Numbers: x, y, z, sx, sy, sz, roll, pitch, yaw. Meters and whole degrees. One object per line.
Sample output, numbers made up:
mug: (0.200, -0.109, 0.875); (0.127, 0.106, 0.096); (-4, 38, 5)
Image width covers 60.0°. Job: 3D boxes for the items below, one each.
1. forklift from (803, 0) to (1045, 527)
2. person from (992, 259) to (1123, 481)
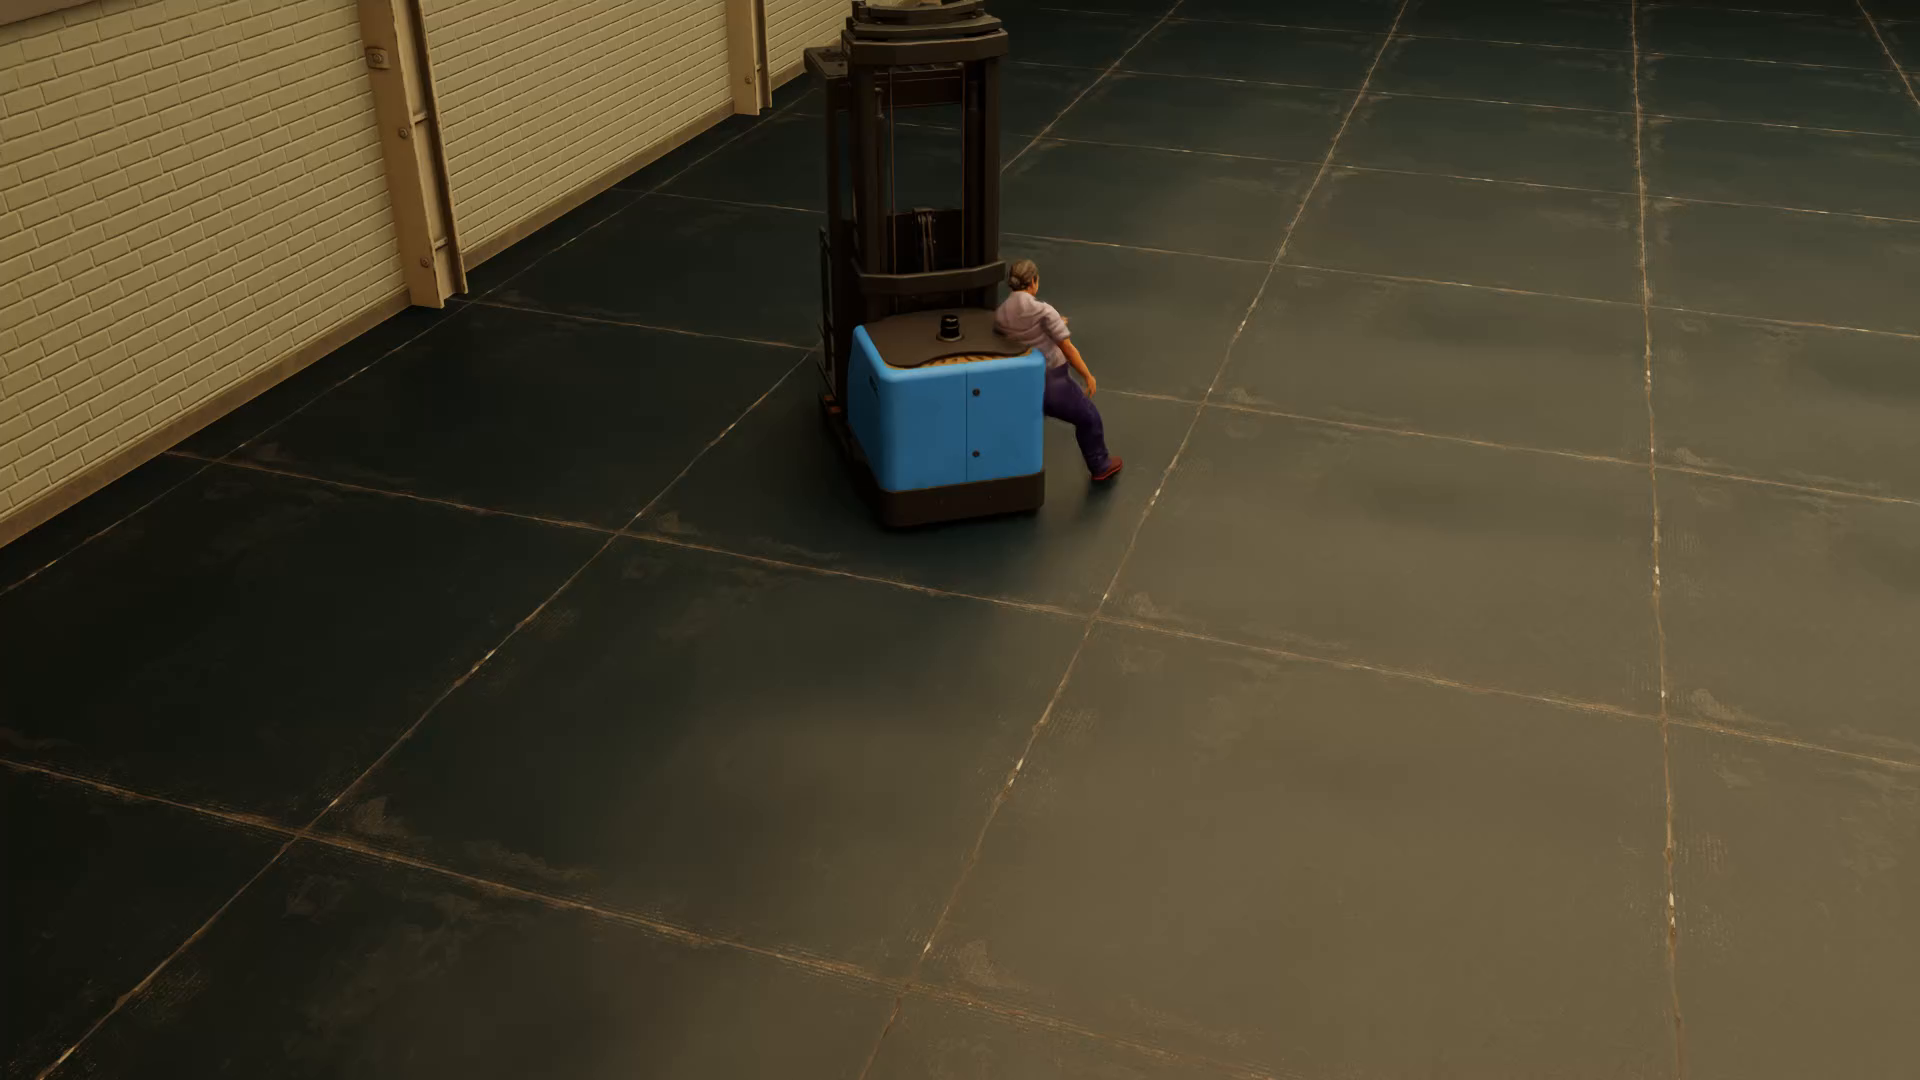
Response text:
forklift: (-0.355, -2.069, 10.767); (1.130, 2.935, 3.031); (-8, 31, -13)
person: (0.512, -1.060, 10.364); (0.868, 1.491, 0.816); (15, 33, 25)
